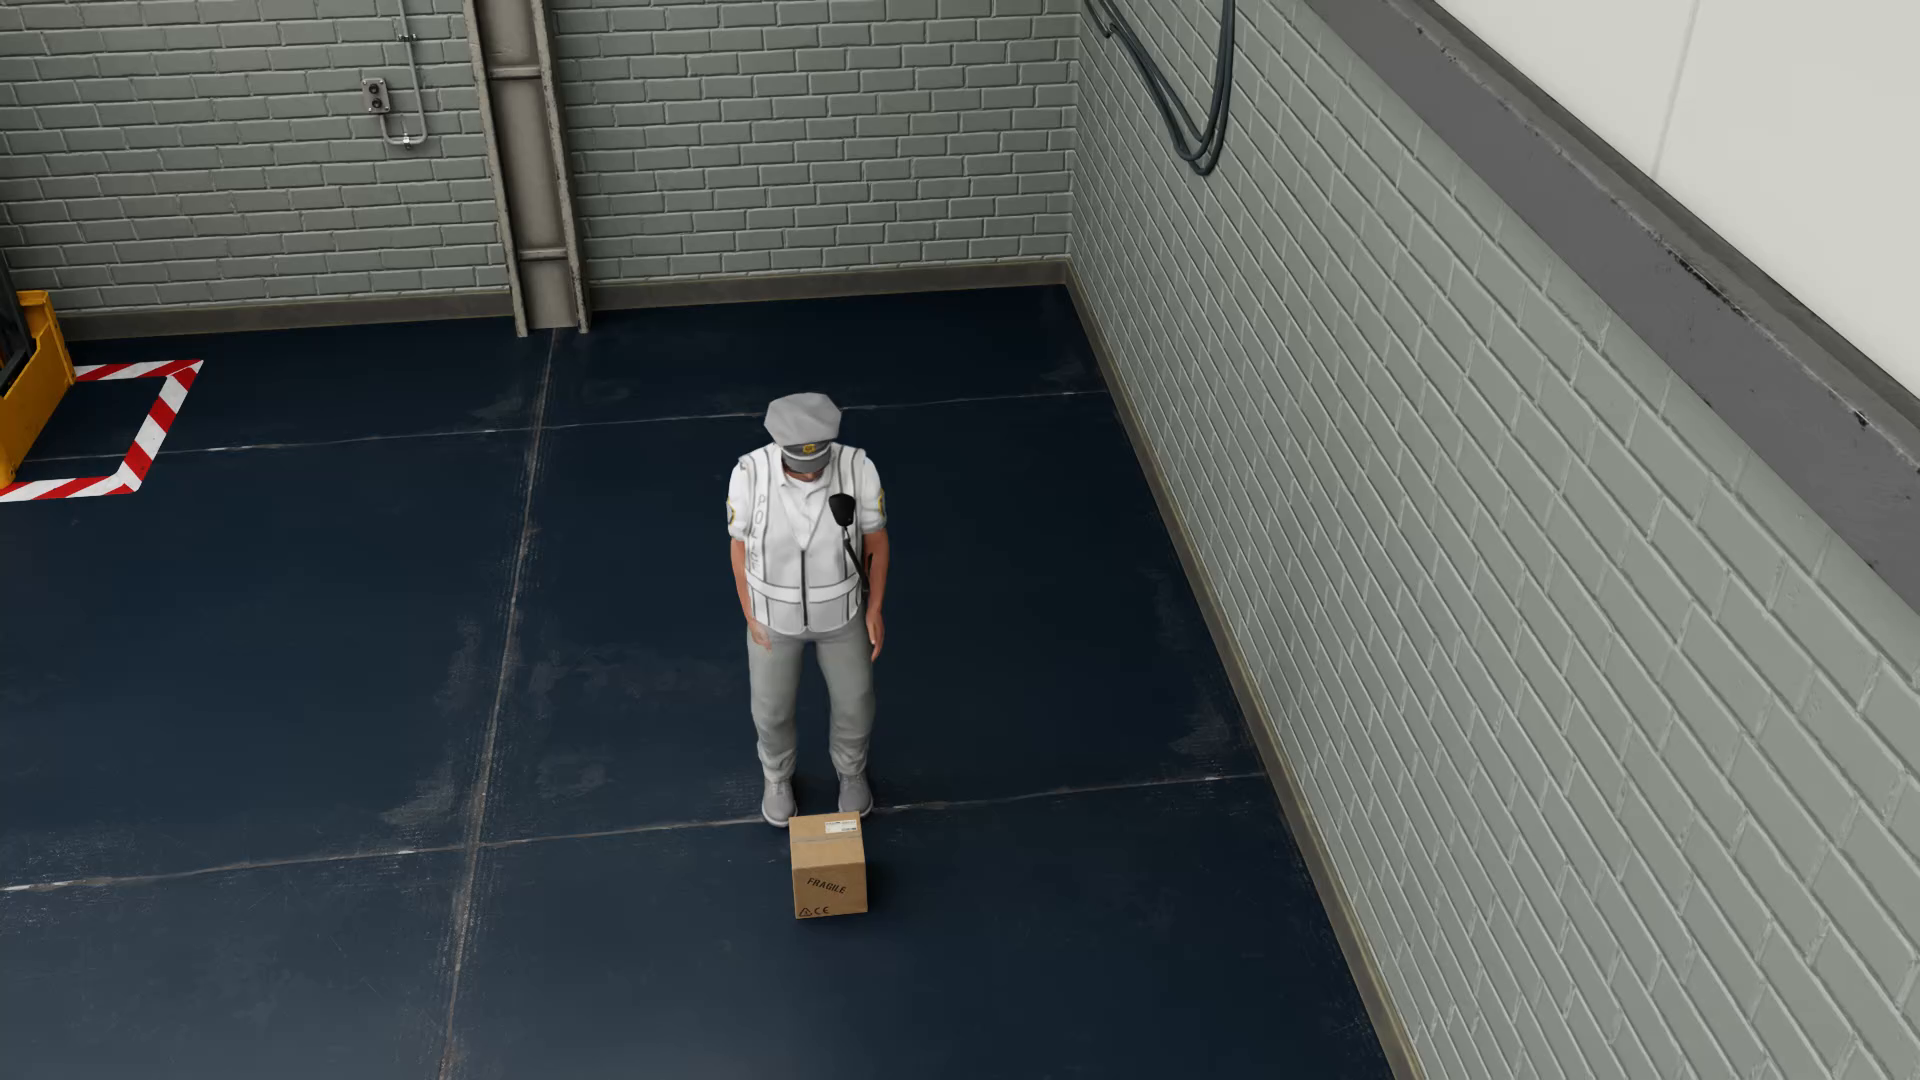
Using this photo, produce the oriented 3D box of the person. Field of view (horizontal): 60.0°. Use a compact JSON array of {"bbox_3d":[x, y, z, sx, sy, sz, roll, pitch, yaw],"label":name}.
[{"bbox_3d":[-0.511,0.245,5.815,0.544,1.726,0.424,-4,35,-5],"label":"person"}]
